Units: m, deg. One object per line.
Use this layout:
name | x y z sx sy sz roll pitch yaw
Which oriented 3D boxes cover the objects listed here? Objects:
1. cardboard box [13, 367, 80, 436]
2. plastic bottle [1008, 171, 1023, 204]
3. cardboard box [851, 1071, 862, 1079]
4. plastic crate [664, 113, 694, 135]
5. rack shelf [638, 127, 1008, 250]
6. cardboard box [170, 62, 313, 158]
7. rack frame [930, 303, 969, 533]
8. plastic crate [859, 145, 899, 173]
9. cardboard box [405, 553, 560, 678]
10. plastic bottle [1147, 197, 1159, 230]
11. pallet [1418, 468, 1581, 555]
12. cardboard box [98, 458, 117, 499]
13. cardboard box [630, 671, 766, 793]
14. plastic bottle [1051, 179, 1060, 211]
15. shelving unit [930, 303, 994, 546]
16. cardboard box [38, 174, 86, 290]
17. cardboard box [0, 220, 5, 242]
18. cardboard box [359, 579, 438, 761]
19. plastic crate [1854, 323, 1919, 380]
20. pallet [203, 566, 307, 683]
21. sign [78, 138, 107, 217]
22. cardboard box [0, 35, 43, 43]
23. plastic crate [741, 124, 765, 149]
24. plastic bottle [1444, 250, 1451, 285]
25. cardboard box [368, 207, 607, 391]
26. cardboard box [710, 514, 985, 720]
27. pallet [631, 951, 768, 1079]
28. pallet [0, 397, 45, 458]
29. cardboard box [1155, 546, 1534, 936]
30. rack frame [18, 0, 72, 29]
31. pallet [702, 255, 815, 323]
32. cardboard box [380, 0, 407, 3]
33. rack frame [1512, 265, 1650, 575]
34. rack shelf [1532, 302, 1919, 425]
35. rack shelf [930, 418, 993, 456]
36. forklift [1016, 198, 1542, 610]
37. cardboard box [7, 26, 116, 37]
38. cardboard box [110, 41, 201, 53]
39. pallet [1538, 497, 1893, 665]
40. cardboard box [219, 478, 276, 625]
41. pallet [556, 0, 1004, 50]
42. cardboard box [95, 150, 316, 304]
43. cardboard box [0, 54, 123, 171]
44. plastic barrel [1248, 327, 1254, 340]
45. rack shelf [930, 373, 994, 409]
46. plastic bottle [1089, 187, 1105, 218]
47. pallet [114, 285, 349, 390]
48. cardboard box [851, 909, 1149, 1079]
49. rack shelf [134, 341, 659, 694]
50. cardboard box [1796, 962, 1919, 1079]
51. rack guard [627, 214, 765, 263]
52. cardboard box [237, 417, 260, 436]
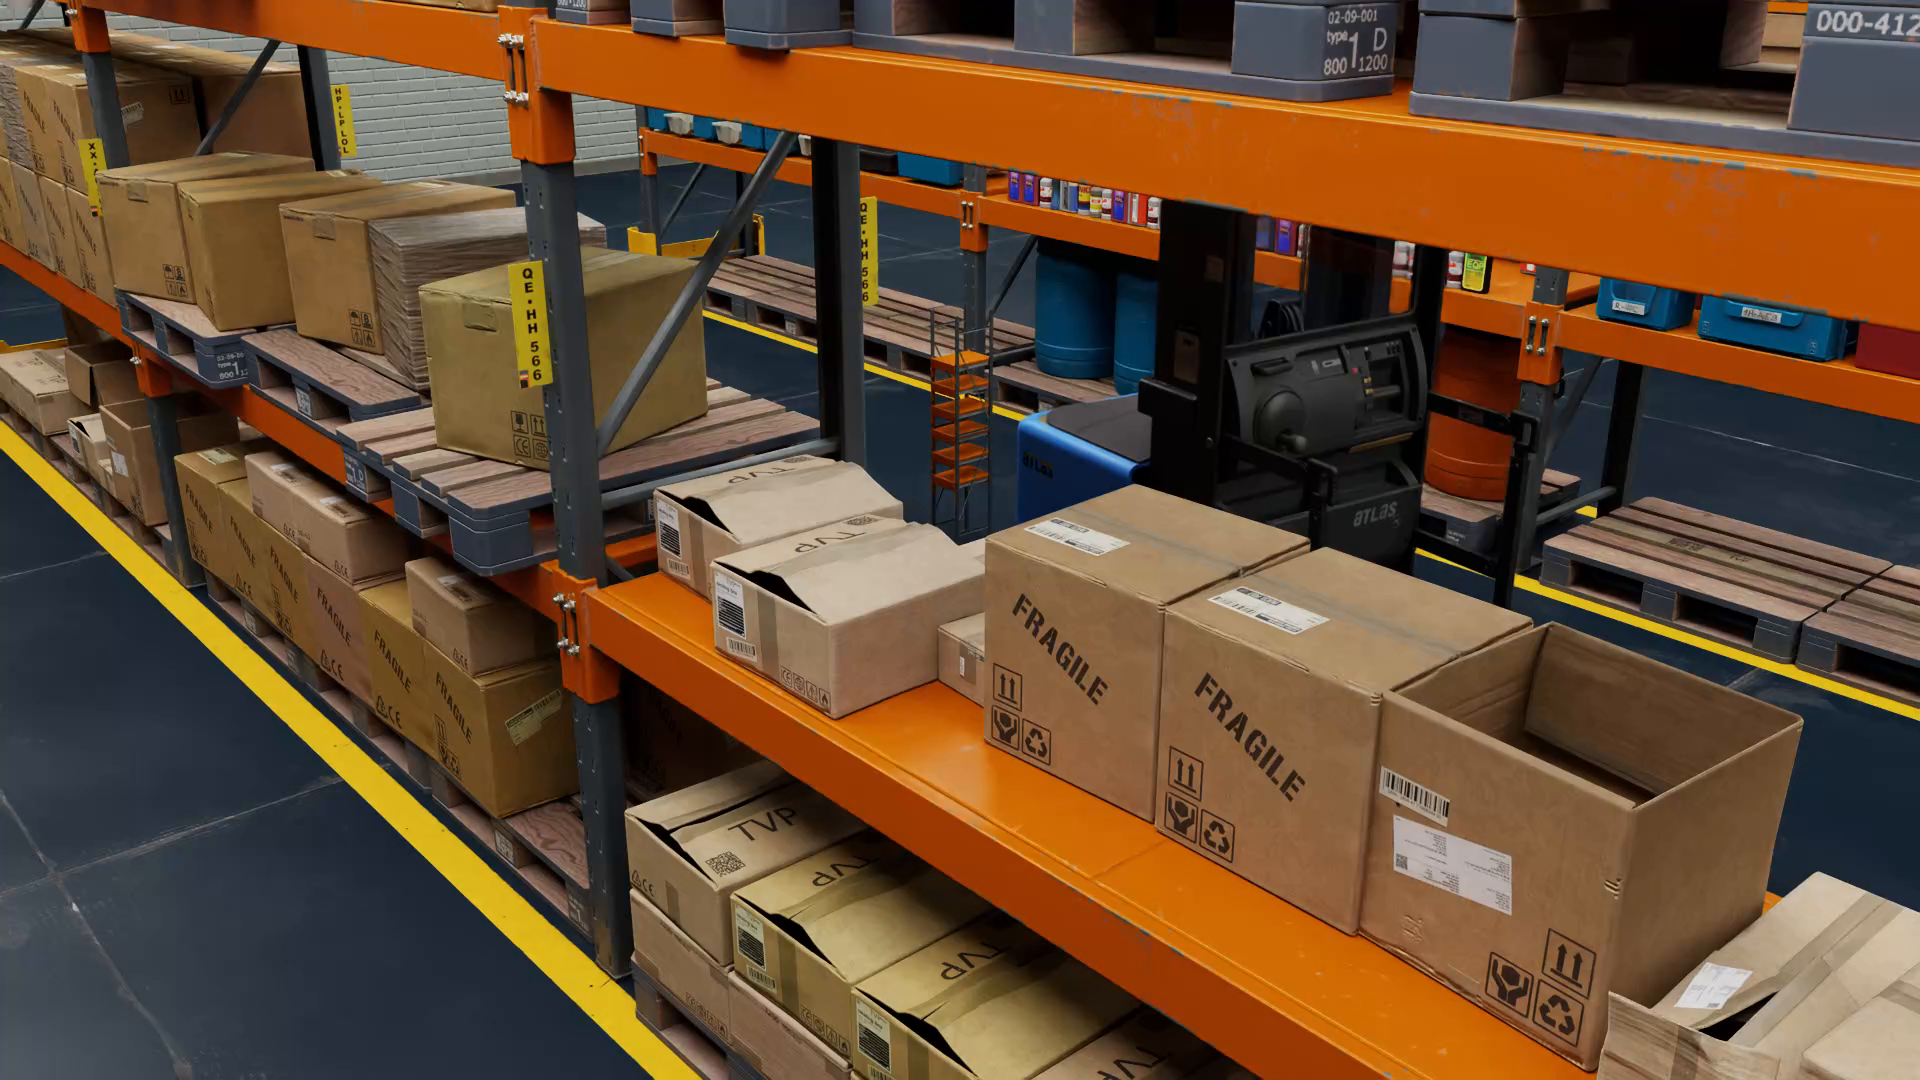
cardboard box | -5.135 -0.828 9.652 0.500 0.250 0.500 -17 27 -37
plastic bottle | 0.355 -2.213 10.182 0.061 0.283 0.133 -17 27 -37
cardboard box | 0.087 1.393 4.009 0.500 0.250 0.500 -18 28 -39
plastic crate | -2.114 -3.226 12.886 0.250 0.136 0.298 -17 27 -37
rack shelf | -0.867 -2.688 12.221 1.077 0.370 4.000 -17 27 -37
cardboard box | -3.411 -2.002 7.973 0.500 0.500 0.500 -17 27 -36
rack frame | -0.050 -0.580 8.320 0.240 1.200 0.006 -17 27 -37
plastic crate | -0.495 -2.616 11.344 0.437 0.125 0.590 -17 27 -37
cardboard box | -1.534 0.206 5.642 0.500 0.250 0.500 -16 27 -35
plastic bottle | 1.112 -1.865 9.405 0.097 0.201 0.097 0 21 0
pallet | 2.503 -0.275 8.896 1.003 0.211 1.213 -17 27 -37
cardboard box | -4.193 -0.349 8.568 0.380 0.149 0.250 -17 27 -37
cardboard box | -0.786 0.578 5.719 0.500 0.500 0.500 -16 27 -35
plastic bottle | 0.595 -2.116 9.951 0.097 0.271 0.097 0 21 0
shelving unit | 0.009 -0.555 8.255 0.258 1.200 0.189 -17 27 -37
cardboard box | -4.175 -1.558 8.212 0.500 0.500 0.500 -17 27 -36
cardboard box | -5.171 -1.978 9.284 0.500 0.500 0.500 -18 27 -38
cardboard box | -1.831 0.426 6.107 0.500 0.500 0.500 -19 28 -39
plastic crate | 3.873 -0.876 6.519 0.402 0.464 0.583 -17 27 -37
pallet | -2.757 0.222 7.628 1.003 0.211 1.213 -17 27 -37
sign | -3.722 -1.564 7.178 0.100 0.325 0.005 -17 27 -37
cardboard box | -5.490 -2.582 9.454 0.500 0.500 0.500 -17 27 -37
plastic crate | -1.401 -3.015 12.217 0.416 0.233 0.300 -17 27 -37
plastic bottle | 2.312 -1.385 8.067 0.061 0.283 0.133 -17 27 -37
cardboard box | -1.654 -0.875 5.891 0.700 0.500 0.500 -12 24 -28
cardboard box | -0.268 0.147 4.117 0.500 0.311 0.500 -18 28 -38
pallet | -0.197 1.348 4.753 1.003 0.211 1.213 -17 27 -37
pallet | -5.357 -0.858 10.385 1.003 0.211 1.213 -17 27 -37
cardboard box | 0.746 0.371 3.286 0.500 0.500 0.500 -17 27 -37
rack frame | -5.927 -2.397 10.492 1.000 3.000 0.127 -17 27 -37
pallet | -1.663 -2.040 13.403 1.003 0.211 1.213 -17 27 -37
cardboard box | -1.348 -1.884 4.931 0.910 0.500 0.500 -17 27 -37
rack frame | 3.050 -1.365 7.857 1.000 3.000 0.127 -17 27 -37
rack shelf | 4.355 -0.478 6.577 1.077 0.370 4.000 -17 27 -37
rack shelf | 0.009 -0.513 8.271 0.258 0.103 0.180 -17 27 -37
forklift | 1.445 -0.524 5.803 1.130 2.935 3.031 -13 25 -31
cardboard box | -5.428 -2.852 10.145 0.500 0.500 0.500 -18 28 -38
cardboard box | -4.421 -2.429 9.064 0.500 0.500 0.500 -16 27 -36
pallet | 3.526 0.156 7.795 1.003 0.211 1.213 -17 27 -37
cardboard box | -2.829 0.003 7.187 0.500 0.500 0.500 -17 27 -37
pallet | -0.195 -1.330 3.912 1.213 0.211 1.003 -16 26 -35
cardboard box | -3.177 -1.350 7.106 0.500 0.500 0.700 12 24 28
cardboard box | -4.508 -2.163 8.385 0.500 0.500 0.500 -17 27 -37
plastic barrel | 1.544 -0.980 9.709 0.421 0.512 0.421 0 21 0
rack shelf | 0.009 -0.737 8.184 0.258 0.103 0.180 -17 27 -37
plastic bottle | 0.810 -1.993 9.732 0.097 0.201 0.097 0 21 0
pallet | -2.877 -0.956 7.076 1.003 0.211 1.213 -17 27 -37
cardboard box | 0.095 1.136 3.897 0.500 0.311 0.500 -18 28 -39
rack shelf | -2.011 -0.405 6.391 1.077 0.370 4.000 -17 27 -37
cardboard box | 1.551 0.862 2.376 0.500 0.250 0.500 -15 26 -34
rack guard | -2.198 -2.415 13.965 1.175 0.500 0.348 -17 27 -37
cardboard box | -3.999 -0.582 9.139 0.380 0.166 0.250 -17 27 -37
